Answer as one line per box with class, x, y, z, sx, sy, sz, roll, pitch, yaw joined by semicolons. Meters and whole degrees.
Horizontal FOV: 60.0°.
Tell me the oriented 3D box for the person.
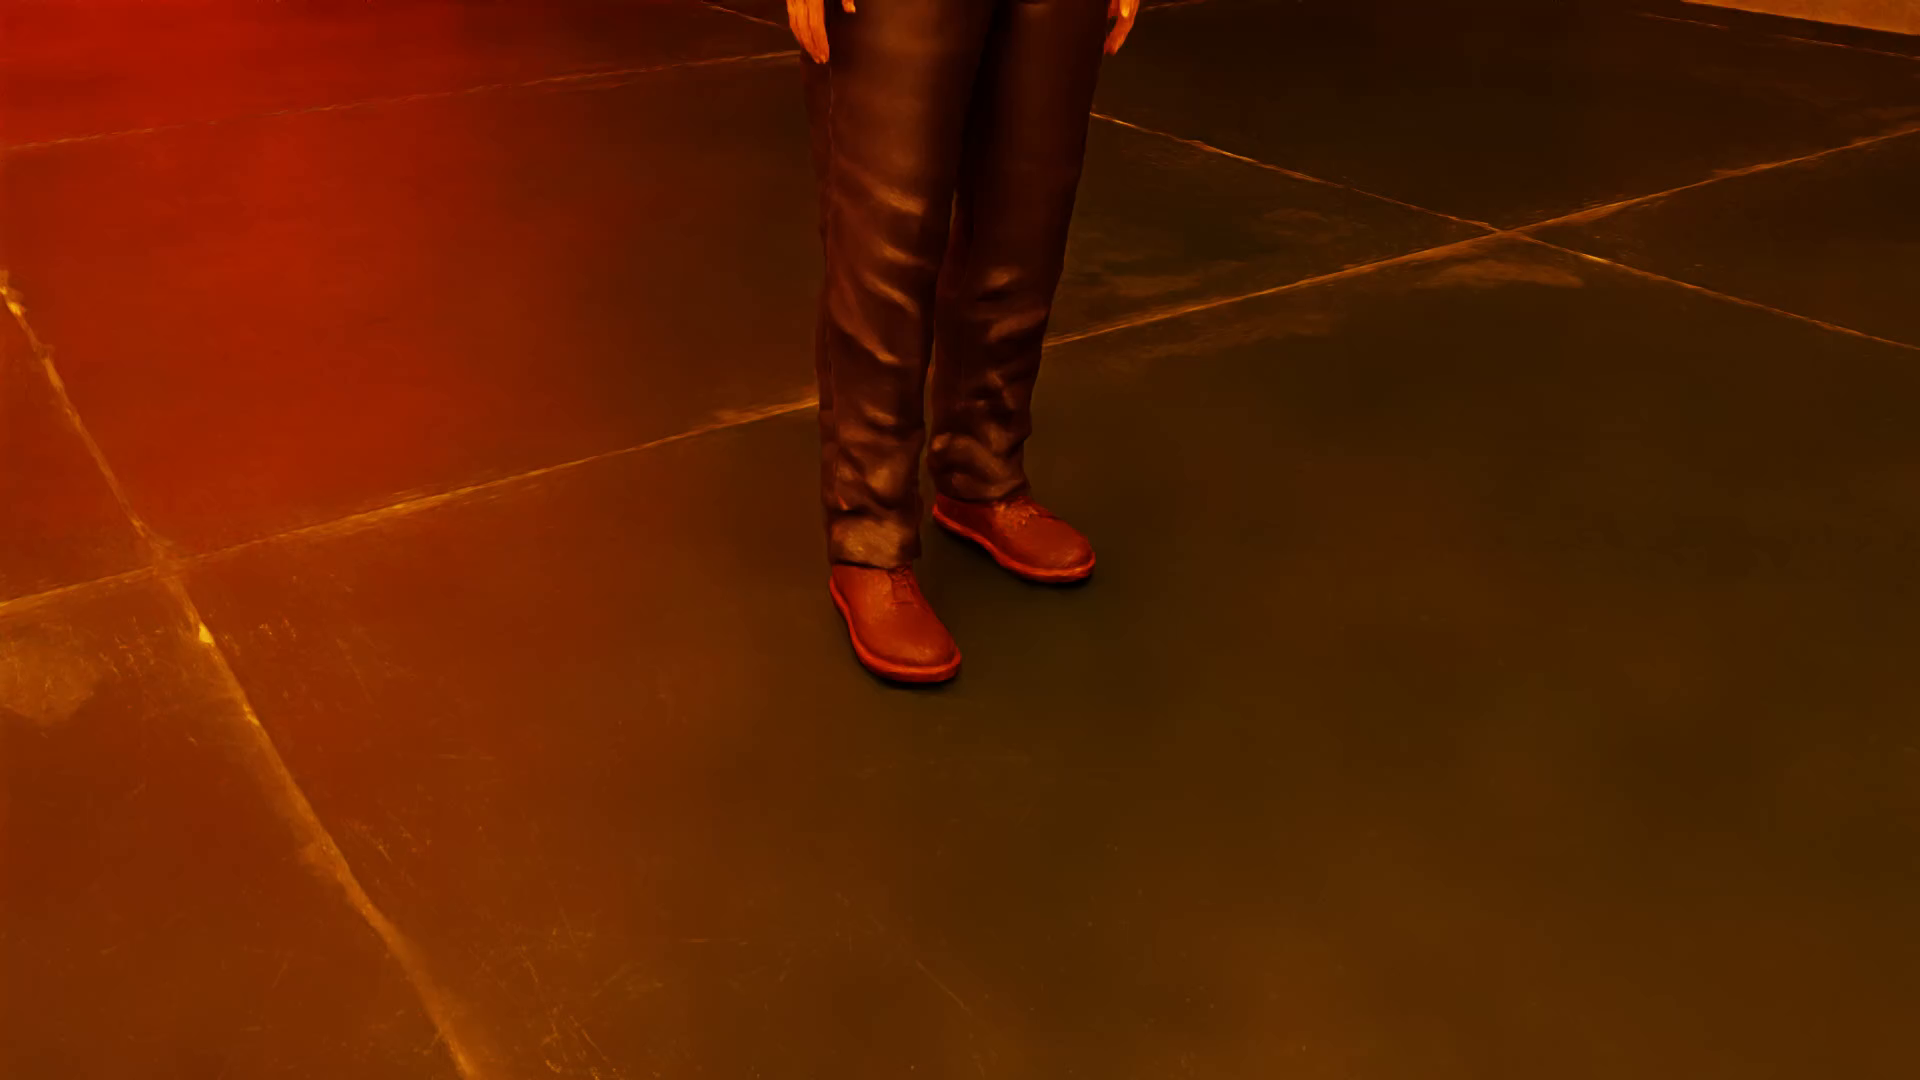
person;0.033;-0.699;2.052;0.599;1.640;0.502;-17;31;-31
